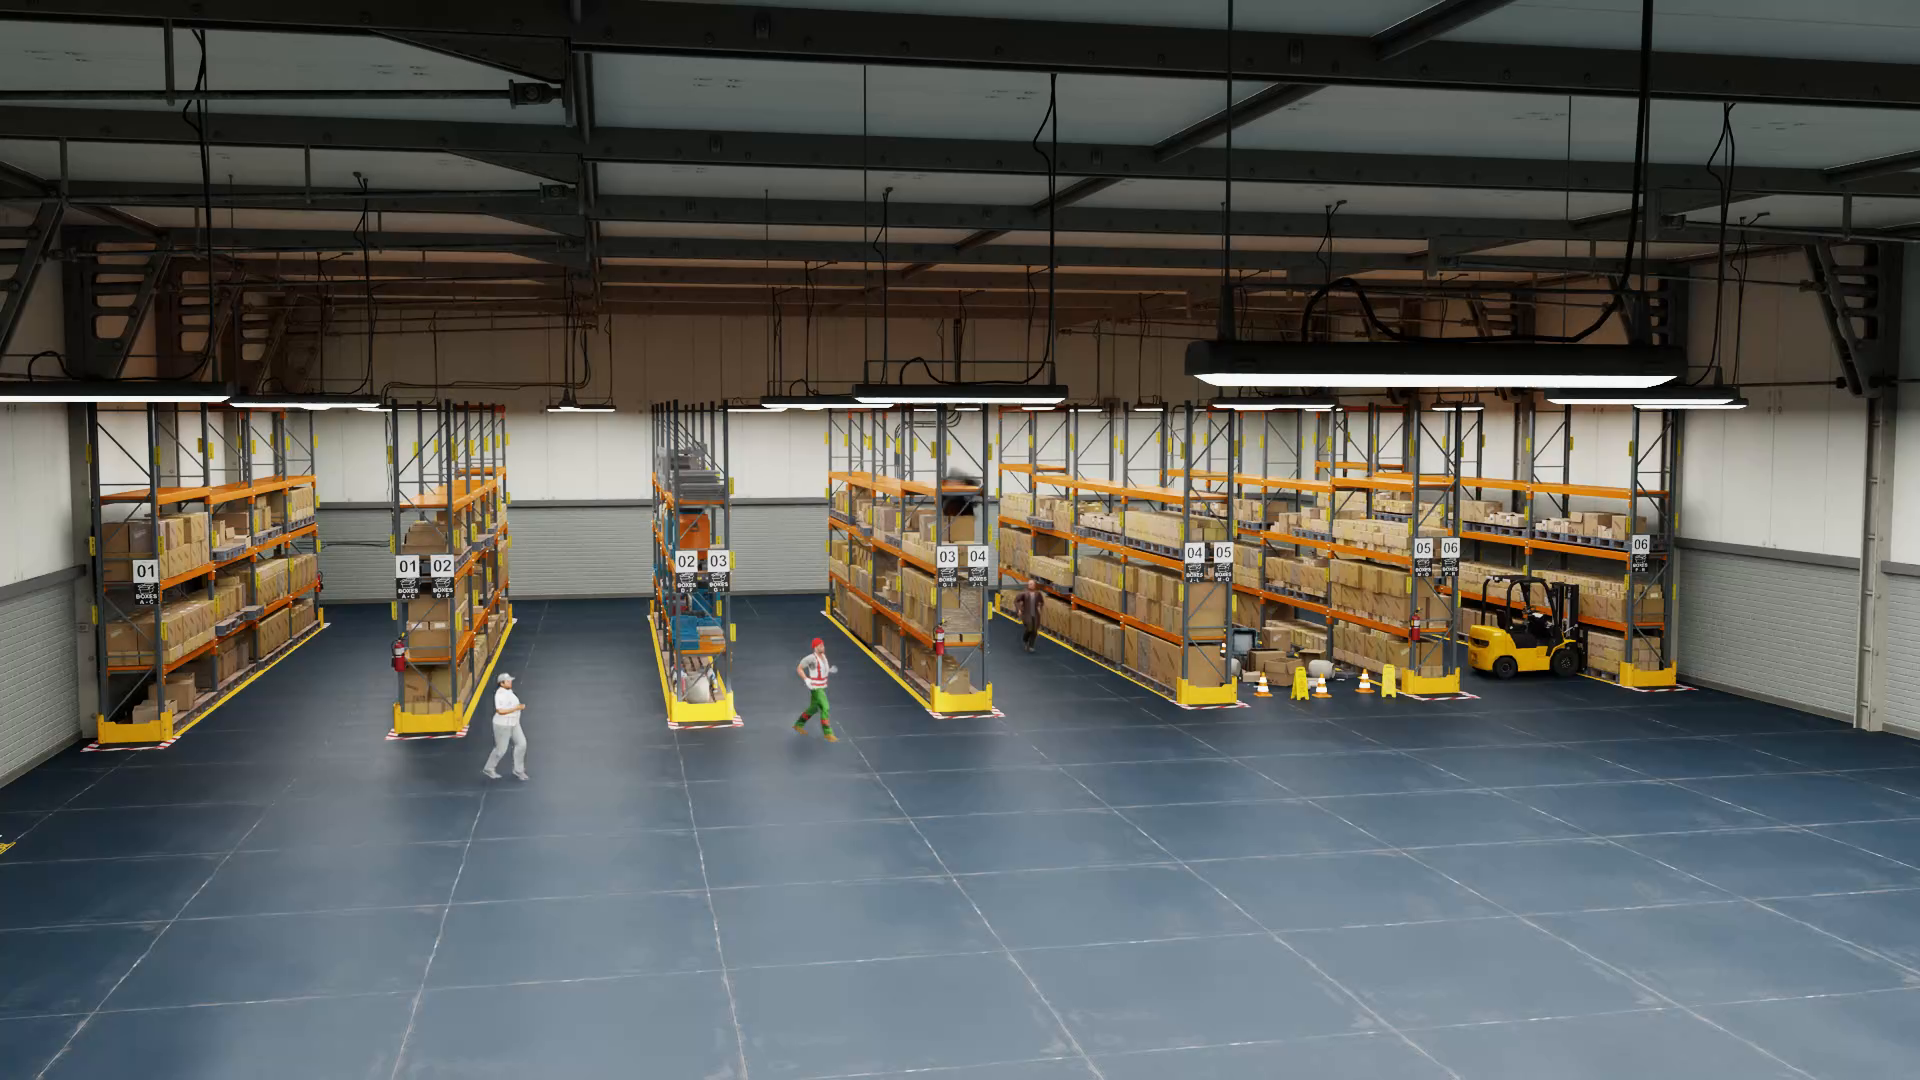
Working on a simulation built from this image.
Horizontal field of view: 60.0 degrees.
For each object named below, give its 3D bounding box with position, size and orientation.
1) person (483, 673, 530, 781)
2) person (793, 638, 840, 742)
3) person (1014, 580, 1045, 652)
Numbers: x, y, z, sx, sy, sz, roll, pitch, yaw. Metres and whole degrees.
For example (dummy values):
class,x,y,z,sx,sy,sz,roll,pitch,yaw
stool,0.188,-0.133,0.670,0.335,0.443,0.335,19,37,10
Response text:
class,x,y,z,sx,sy,sz,roll,pitch,yaw
person,-7.100,2.933,25.977,0.722,1.719,0.587,1,4,10
person,-2.513,2.618,29.265,0.912,1.817,0.629,1,5,19
person,1.712,1.836,39.928,0.698,1.734,0.653,-1,4,-16
